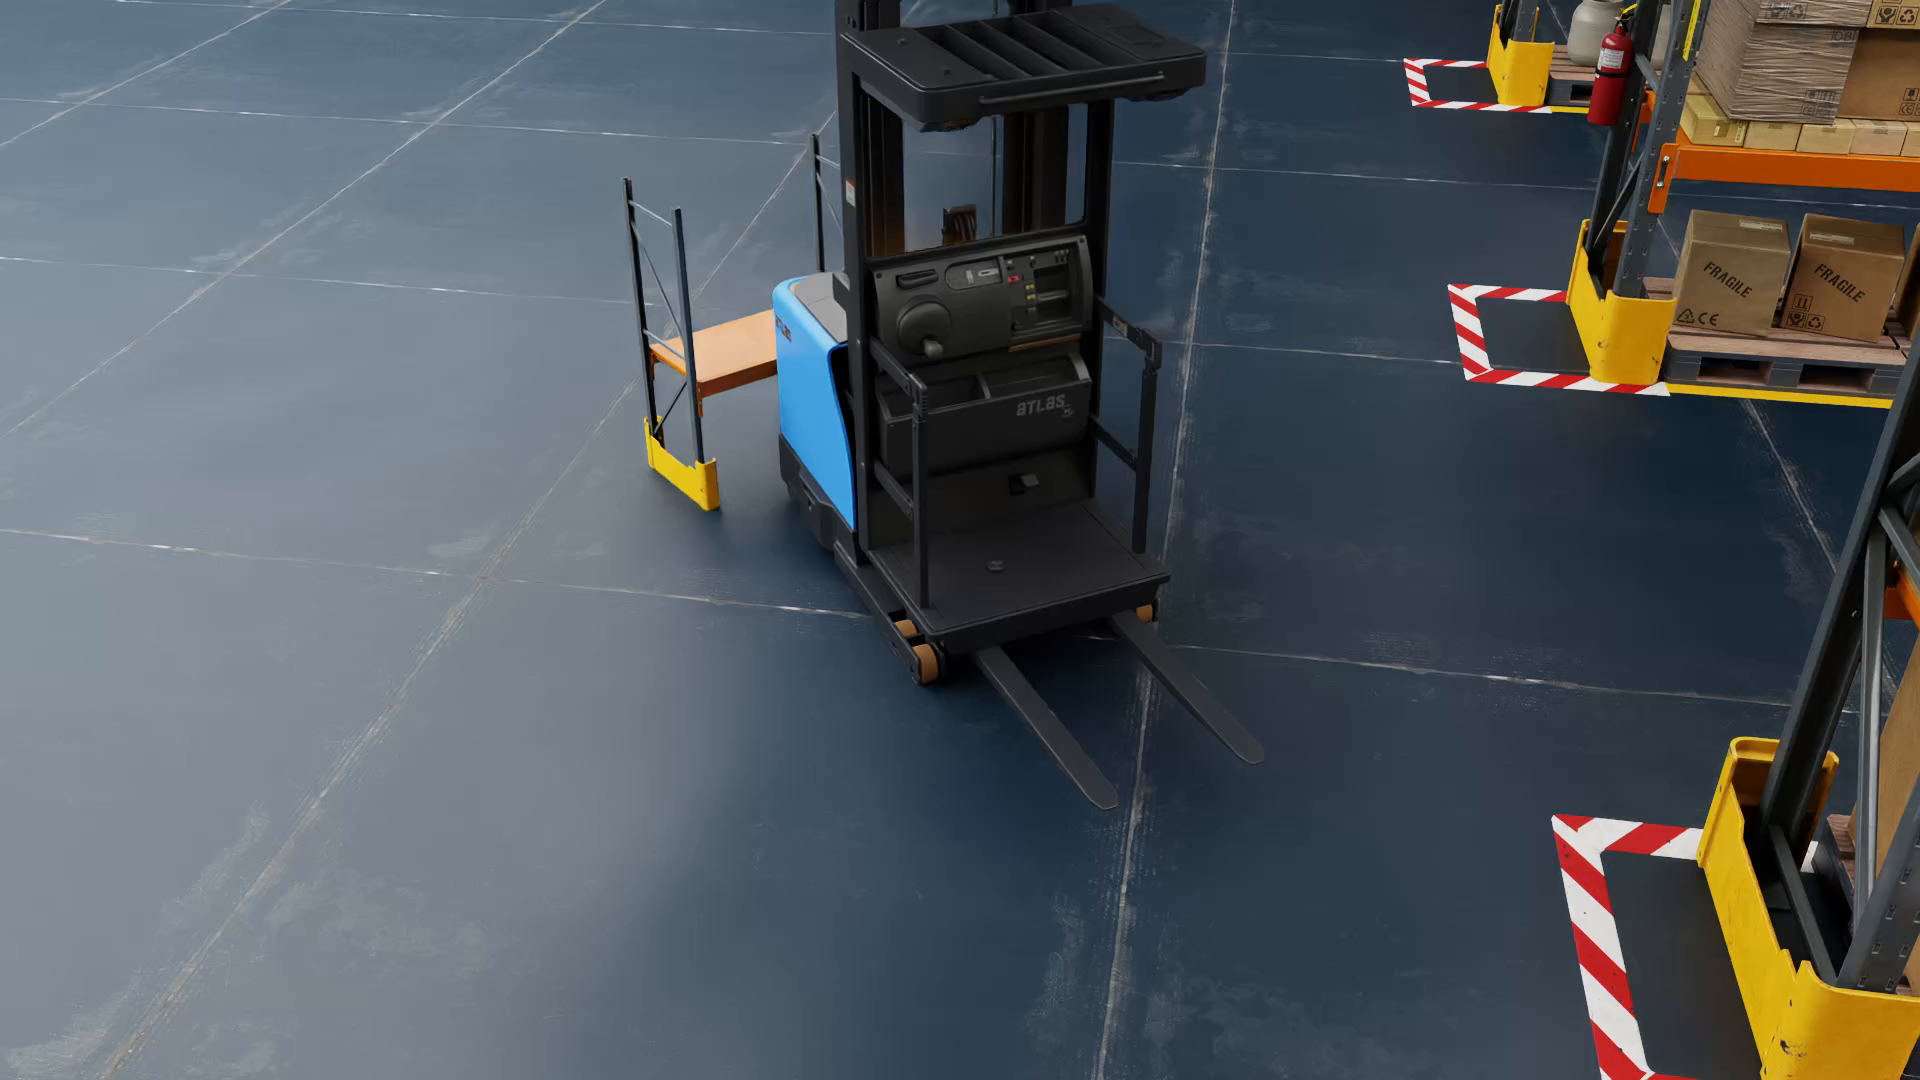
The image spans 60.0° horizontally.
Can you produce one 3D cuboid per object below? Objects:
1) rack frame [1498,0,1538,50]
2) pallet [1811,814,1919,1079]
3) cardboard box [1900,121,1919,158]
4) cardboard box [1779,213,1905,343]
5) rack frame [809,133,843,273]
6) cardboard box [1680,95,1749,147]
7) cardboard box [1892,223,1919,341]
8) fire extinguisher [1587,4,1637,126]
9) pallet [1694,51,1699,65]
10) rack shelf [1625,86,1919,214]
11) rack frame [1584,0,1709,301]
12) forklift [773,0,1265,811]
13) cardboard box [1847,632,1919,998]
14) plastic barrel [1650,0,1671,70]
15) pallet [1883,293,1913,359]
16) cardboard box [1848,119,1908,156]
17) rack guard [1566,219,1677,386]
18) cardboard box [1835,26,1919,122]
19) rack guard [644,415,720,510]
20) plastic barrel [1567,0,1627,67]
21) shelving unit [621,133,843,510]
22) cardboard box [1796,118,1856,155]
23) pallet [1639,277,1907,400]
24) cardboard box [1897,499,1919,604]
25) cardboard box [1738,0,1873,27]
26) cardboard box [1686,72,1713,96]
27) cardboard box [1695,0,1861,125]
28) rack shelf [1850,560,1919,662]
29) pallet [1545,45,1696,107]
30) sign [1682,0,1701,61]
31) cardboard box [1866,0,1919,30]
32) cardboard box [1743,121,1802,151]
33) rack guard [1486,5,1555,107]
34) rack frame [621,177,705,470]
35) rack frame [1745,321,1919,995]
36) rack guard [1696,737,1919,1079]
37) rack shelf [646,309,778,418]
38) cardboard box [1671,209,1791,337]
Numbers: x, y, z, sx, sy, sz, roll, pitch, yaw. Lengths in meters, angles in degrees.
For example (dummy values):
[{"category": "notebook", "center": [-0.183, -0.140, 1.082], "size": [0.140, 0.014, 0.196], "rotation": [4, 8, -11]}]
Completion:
[{"category": "rack frame", "center": [4.505, -5.027, 12.955], "size": [0.127, 3.000, 1.000], "rotation": [5, 32, 8]}, {"category": "pallet", "center": [3.539, 1.361, 5.377], "size": [1.213, 0.211, 1.003], "rotation": [5, 32, 8]}, {"category": "cardboard box", "center": [4.895, -2.080, 8.483], "size": [0.250, 0.149, 0.380], "rotation": [5, 32, 8]}, {"category": "cardboard box", "center": [4.880, -1.455, 9.208], "size": [0.500, 0.500, 0.500], "rotation": [14, 35, 21]}, {"category": "rack frame", "center": [-0.571, -1.235, 8.309], "size": [0.032, 1.500, 0.500], "rotation": [-22, 38, -31]}, {"category": "cardboard box", "center": [3.913, -2.180, 8.643], "size": [0.250, 0.149, 0.380], "rotation": [5, 32, 8]}, {"category": "cardboard box", "center": [5.494, -1.390, 9.103], "size": [0.500, 0.500, 0.500], "rotation": [8, 33, 13]}, {"category": "fire extinguisher", "center": [3.637, -2.655, 9.238], "size": [0.183, 0.674, 0.296], "rotation": [5, 32, 8]}, {"category": "pallet", "center": [6.587, -3.678, 13.427], "size": [1.213, 0.211, 1.003], "rotation": [5, 32, 8]}, {"category": "rack shelf", "center": [5.644, -1.953, 8.722], "size": [4.000, 0.370, 1.077], "rotation": [5, 32, 8]}, {"category": "rack frame", "center": [3.672, -2.437, 8.816], "size": [0.127, 3.000, 1.000], "rotation": [5, 32, 8]}, {"category": "forklift", "center": [0.189, -0.913, 6.446], "size": [1.130, 2.935, 3.031], "rotation": [-13, 34, -20]}, {"category": "cardboard box", "center": [3.418, 0.897, 5.097], "size": [0.875, 0.875, 0.875], "rotation": [5, 32, 8]}, {"category": "plastic barrel", "center": [5.661, -4.087, 13.402], "size": [0.421, 0.512, 0.421], "rotation": [0, 32, 0]}, {"category": "pallet", "center": [5.741, -1.047, 9.224], "size": [1.213, 0.211, 1.003], "rotation": [5, 32, 8]}, {"category": "cardboard box", "center": [4.650, -2.106, 8.525], "size": [0.250, 0.149, 0.380], "rotation": [5, 32, 8]}, {"category": "rack guard", "center": [3.747, -1.371, 9.469], "size": [0.348, 0.500, 1.175], "rotation": [5, 32, 8]}, {"category": "cardboard box", "center": [4.723, -2.560, 8.638], "size": [0.500, 0.500, 0.875], "rotation": [5, 32, 8]}, {"category": "rack guard", "center": [-1.361, -0.383, 8.126], "size": [0.087, 0.250, 0.587], "rotation": [-22, 38, -31]}, {"category": "plastic barrel", "center": [5.167, -4.132, 13.473], "size": [0.421, 0.512, 0.421], "rotation": [0, 32, 0]}, {"category": "shelving unit", "center": [-0.966, -1.073, 8.051], "size": [1.083, 1.500, 0.587], "rotation": [-22, 38, -31]}, {"category": "cardboard box", "center": [4.400, -2.118, 8.543], "size": [0.250, 0.149, 0.380], "rotation": [5, 32, 8]}, {"category": "pallet", "center": [4.542, -1.157, 9.400], "size": [1.213, 0.211, 1.003], "rotation": [5, 32, 8]}, {"category": "cardboard box", "center": [3.111, 0.094, 4.631], "size": [0.550, 0.550, 0.875], "rotation": [5, 32, 8]}, {"category": "cardboard box", "center": [4.168, -2.838, 8.139], "size": [0.500, 0.500, 0.500], "rotation": [5, 32, 8]}, {"category": "cardboard box", "center": [3.988, -2.413, 9.015], "size": [0.250, 0.149, 0.380], "rotation": [5, 32, 8]}, {"category": "cardboard box", "center": [4.210, -2.542, 8.609], "size": [0.500, 0.500, 0.875], "rotation": [5, 32, 8]}, {"category": "rack shelf", "center": [4.710, 0.632, 4.592], "size": [4.000, 0.370, 1.077], "rotation": [5, 32, 8]}, {"category": "pallet", "center": [5.388, -3.788, 13.603], "size": [1.213, 0.211, 1.003], "rotation": [5, 32, 8]}, {"category": "sign", "center": [3.581, -2.520, 8.133], "size": [0.005, 0.325, 0.100], "rotation": [5, 32, 8]}, {"category": "cardboard box", "center": [4.660, -2.789, 8.062], "size": [0.500, 0.500, 0.500], "rotation": [5, 32, 8]}, {"category": "cardboard box", "center": [4.156, -2.148, 8.591], "size": [0.250, 0.149, 0.380], "rotation": [5, 32, 8]}, {"category": "rack guard", "center": [4.588, -3.986, 13.646], "size": [0.348, 0.500, 1.175], "rotation": [5, 32, 8]}, {"category": "rack frame", "center": [-1.377, -0.906, 7.784], "size": [0.032, 1.500, 0.500], "rotation": [-22, 38, -31]}, {"category": "rack frame", "center": [2.738, 0.148, 4.686], "size": [0.127, 3.000, 1.000], "rotation": [5, 32, 8]}, {"category": "rack guard", "center": [2.714, 1.206, 5.353], "size": [0.348, 0.500, 1.175], "rotation": [5, 32, 8]}, {"category": "rack shelf", "center": [-0.974, -0.918, 8.142], "size": [1.000, 0.185, 0.538], "rotation": [-22, 38, -31]}, {"category": "cardboard box", "center": [4.285, -1.491, 9.265], "size": [0.500, 0.500, 0.500], "rotation": [11, 34, 17]}]
